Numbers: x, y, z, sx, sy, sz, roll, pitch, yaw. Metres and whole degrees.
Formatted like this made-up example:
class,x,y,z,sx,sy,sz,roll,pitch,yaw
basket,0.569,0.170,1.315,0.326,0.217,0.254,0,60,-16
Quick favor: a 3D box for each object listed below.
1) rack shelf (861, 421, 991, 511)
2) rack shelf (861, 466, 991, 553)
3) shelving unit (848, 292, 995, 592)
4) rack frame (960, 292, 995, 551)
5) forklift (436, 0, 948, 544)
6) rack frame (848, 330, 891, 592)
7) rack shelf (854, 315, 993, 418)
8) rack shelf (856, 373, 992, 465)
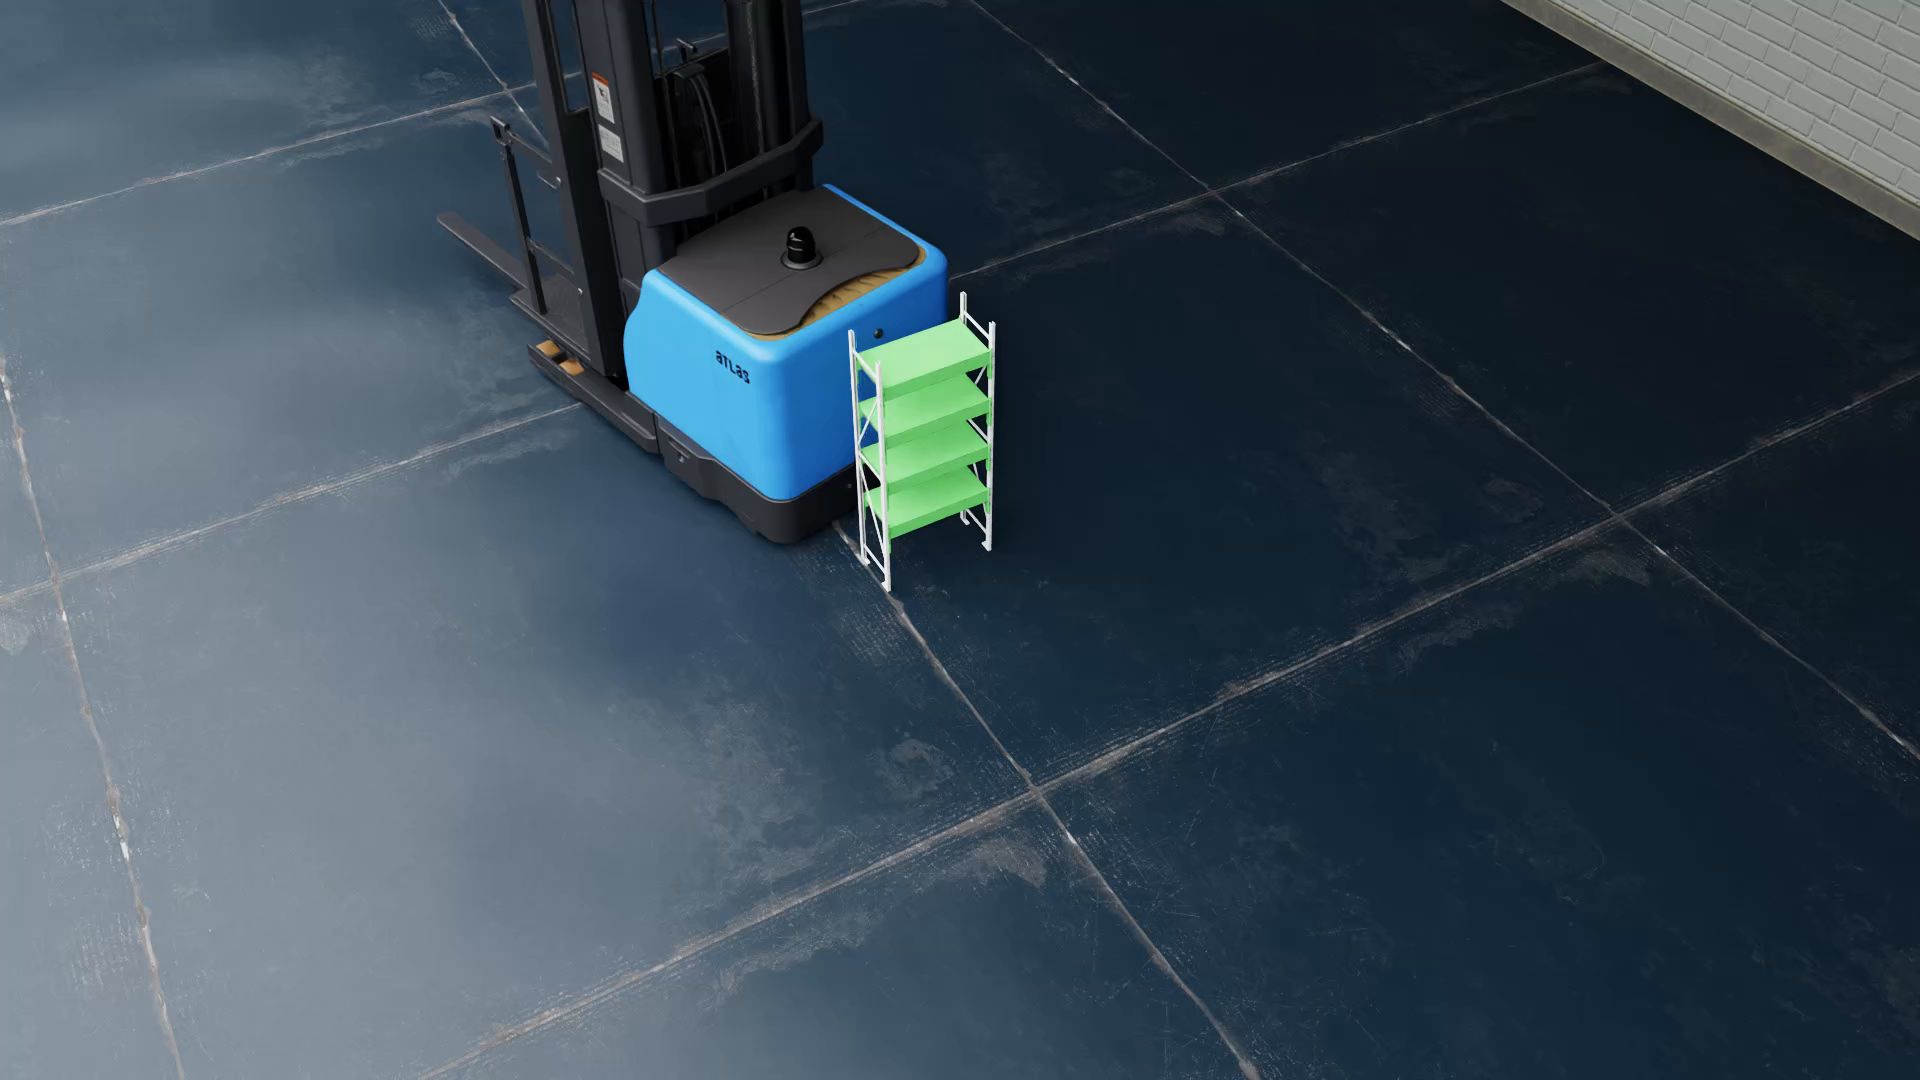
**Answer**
class,x,y,z,sx,sy,sz,roll,pitch,yaw
rack shelf,-0.144,-0.327,6.747,0.480,0.148,0.258,-22,48,-21
rack shelf,-0.144,-0.155,6.914,0.480,0.148,0.258,-22,48,-21
shelving unit,-0.144,-0.373,6.702,0.503,1.200,0.258,-22,48,-21
rack frame,0.068,-0.458,6.790,0.015,1.200,0.240,-22,48,-21
forklift,-1.417,-1.966,7.101,1.130,2.935,3.031,-34,53,-30
rack frame,-0.355,-0.288,6.615,0.015,1.200,0.240,-22,48,-21
rack shelf,-0.144,-0.672,6.413,0.480,0.148,0.258,-22,48,-21
rack shelf,-0.144,-0.500,6.580,0.480,0.148,0.258,-22,48,-21
